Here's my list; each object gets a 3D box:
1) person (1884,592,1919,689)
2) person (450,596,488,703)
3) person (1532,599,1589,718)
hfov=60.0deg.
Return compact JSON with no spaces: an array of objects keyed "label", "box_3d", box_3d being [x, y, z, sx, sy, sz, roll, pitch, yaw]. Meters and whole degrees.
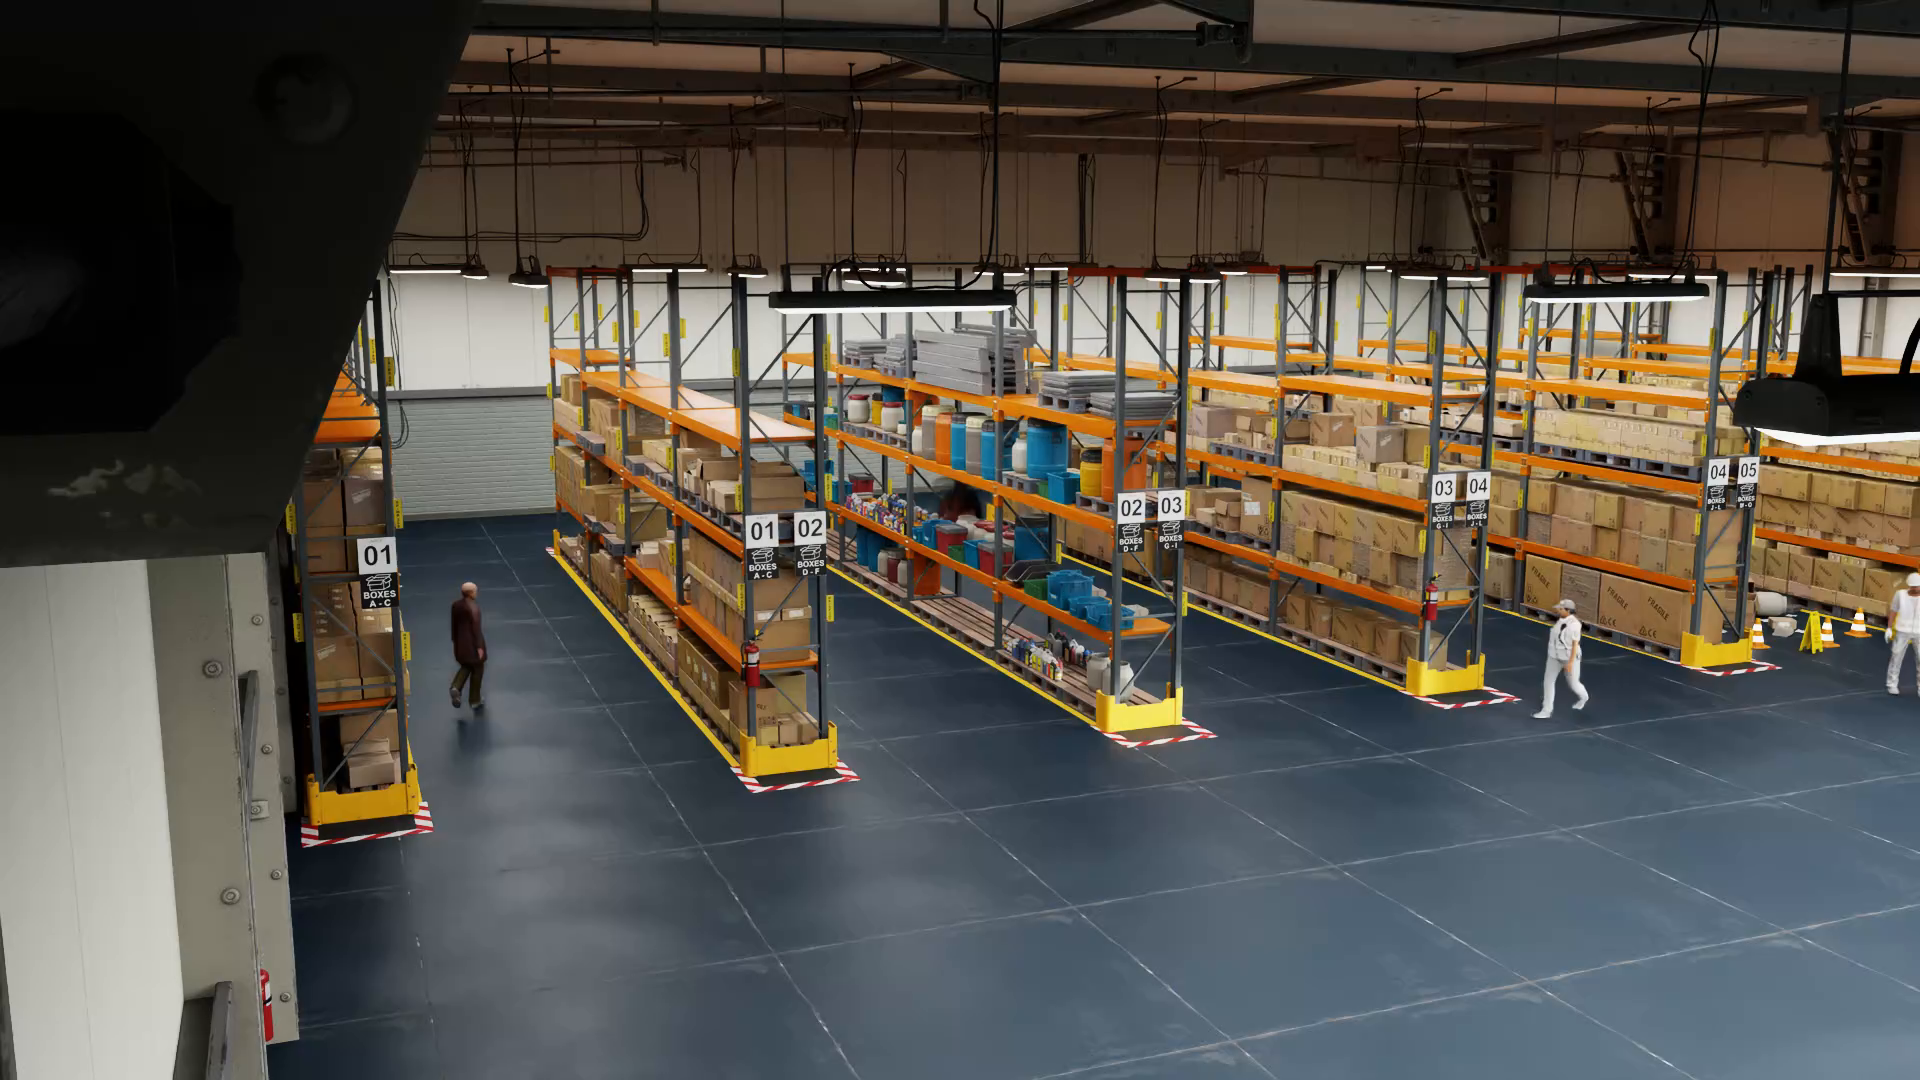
[{"label":"person","box_3d":[13.624,1.439,23.862,0.633,1.439,0.310,4,11,23]},{"label":"person","box_3d":[-6.858,1.525,23.053,0.566,1.502,0.557,3,10,16]},{"label":"person","box_3d":[8.269,1.604,22.736,0.442,1.632,0.925,9,14,43]}]
